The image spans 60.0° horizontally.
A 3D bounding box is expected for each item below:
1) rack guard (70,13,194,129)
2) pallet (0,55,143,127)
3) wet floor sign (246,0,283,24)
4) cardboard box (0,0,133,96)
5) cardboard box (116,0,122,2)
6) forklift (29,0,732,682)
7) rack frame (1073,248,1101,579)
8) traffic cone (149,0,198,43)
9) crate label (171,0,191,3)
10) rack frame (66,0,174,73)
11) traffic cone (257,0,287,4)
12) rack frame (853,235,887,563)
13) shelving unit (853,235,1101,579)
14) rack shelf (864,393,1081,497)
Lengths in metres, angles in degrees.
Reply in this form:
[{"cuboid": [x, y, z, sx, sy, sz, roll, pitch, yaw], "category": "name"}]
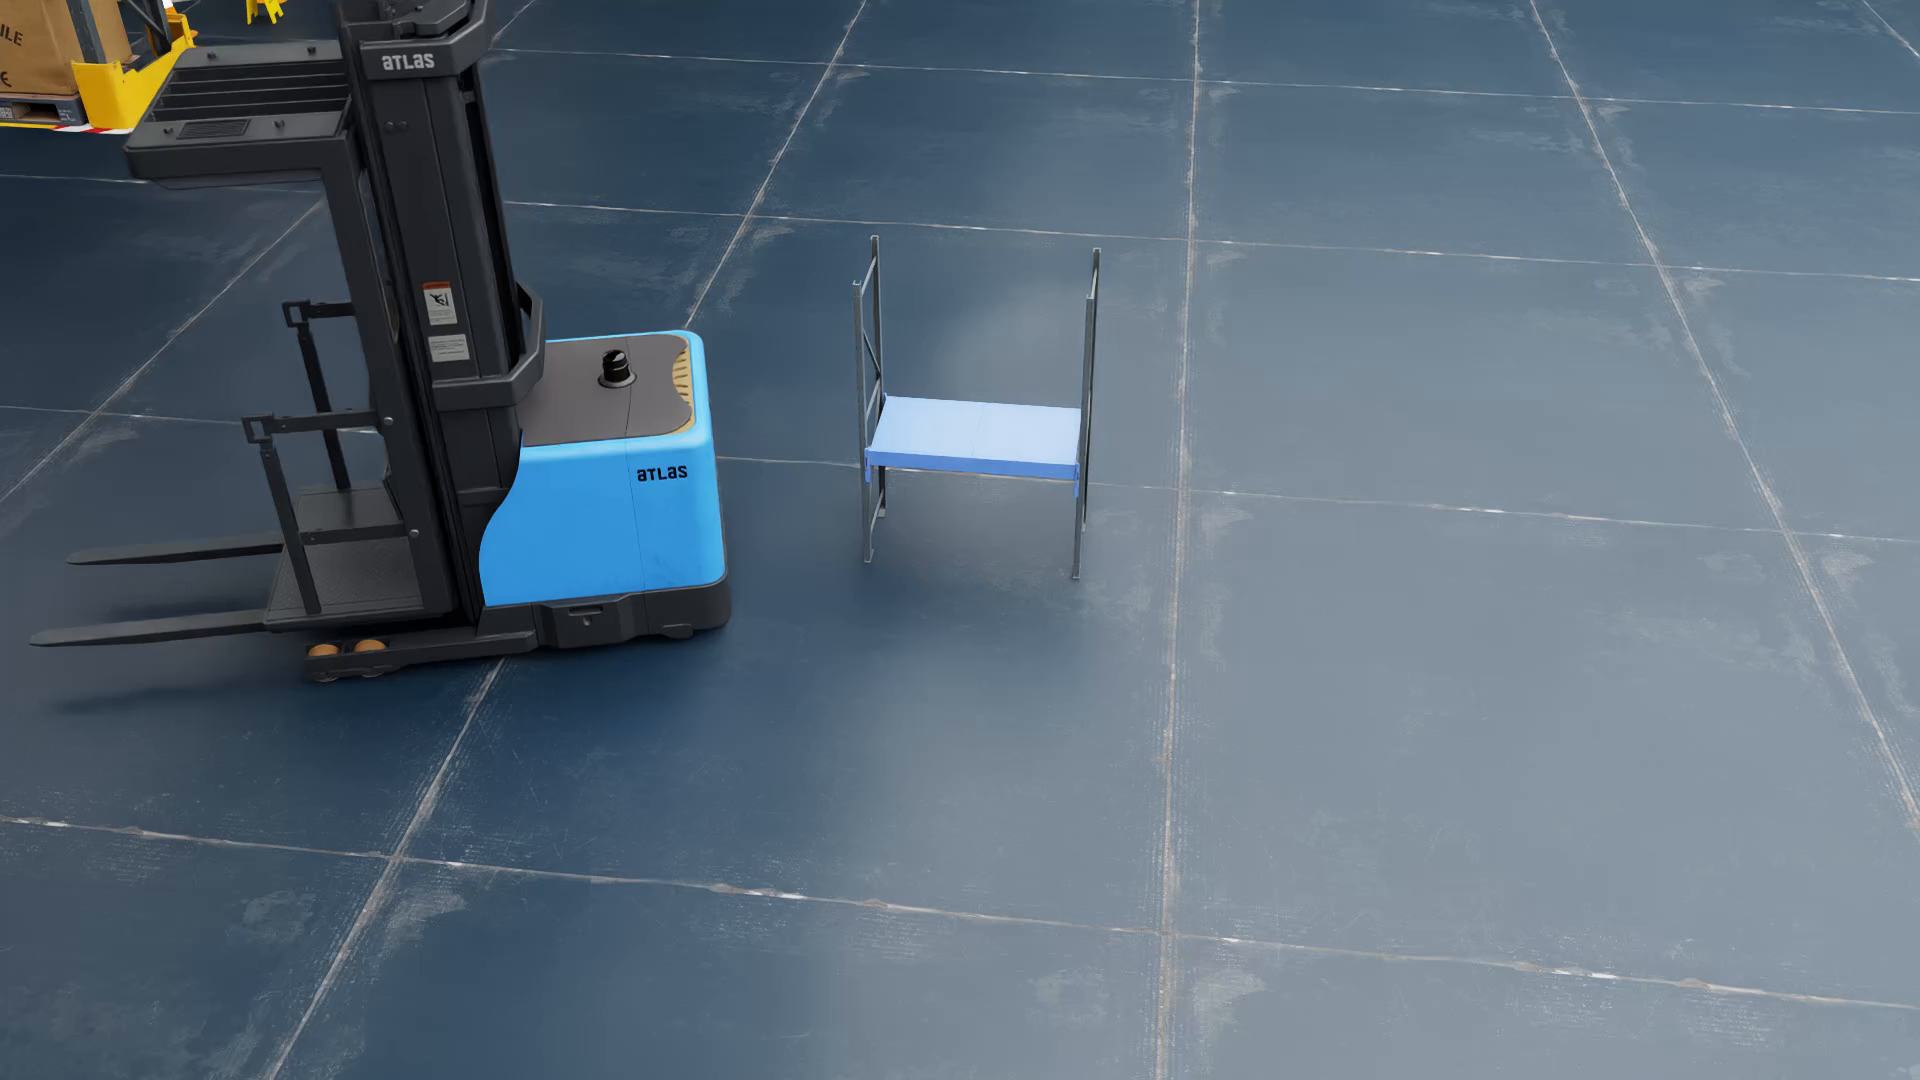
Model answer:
[{"cuboid": [-6.395, -3.664, 12.954, 0.348, 0.500, 1.175, 4, 36, 6], "category": "rack guard"}, {"cuboid": [-7.221, -3.562, 13.060, 1.213, 0.211, 1.003, 4, 36, 6], "category": "pallet"}, {"cuboid": [-6.138, -4.864, 14.509, 0.232, 0.644, 0.267, -2, 36, -2], "category": "wet floor sign"}, {"cuboid": [-7.099, -4.001, 12.742, 0.875, 0.875, 0.875, 4, 36, 6], "category": "cardboard box"}, {"cuboid": [-7.953, -5.198, 15.100, 0.637, 0.503, 0.797, -20, 40, -26], "category": "cardboard box"}, {"cuboid": [-2.615, -0.897, 6.983, 3.031, 2.935, 1.130, -6, 36, -8], "category": "forklift"}, {"cuboid": [0.589, -0.567, 7.753, 0.032, 1.500, 0.500, 4, 36, 6], "category": "rack frame"}, {"cuboid": [-6.764, -4.508, 14.168, 0.334, 0.463, 0.336, 4, 36, 6], "category": "traffic cone"}, {"cuboid": [-7.071, -5.024, 15.171, 0.298, 0.136, 0.250, -14, 38, -18], "category": "crate label"}, {"cuboid": [-6.418, -4.683, 12.230, 0.127, 3.000, 1.000, 4, 36, 6], "category": "rack frame"}, {"cuboid": [-6.283, -5.134, 15.045, 0.334, 0.463, 0.336, 4, 36, 6], "category": "traffic cone"}, {"cuboid": [-0.420, -0.642, 7.858, 0.032, 1.500, 0.500, 4, 36, 6], "category": "rack frame"}, {"cuboid": [0.085, -0.604, 7.805, 1.048, 1.500, 0.538, 4, 36, 6], "category": "shelving unit"}, {"cuboid": [0.085, -0.458, 7.910, 1.000, 0.185, 0.538, 4, 36, 6], "category": "rack shelf"}]
